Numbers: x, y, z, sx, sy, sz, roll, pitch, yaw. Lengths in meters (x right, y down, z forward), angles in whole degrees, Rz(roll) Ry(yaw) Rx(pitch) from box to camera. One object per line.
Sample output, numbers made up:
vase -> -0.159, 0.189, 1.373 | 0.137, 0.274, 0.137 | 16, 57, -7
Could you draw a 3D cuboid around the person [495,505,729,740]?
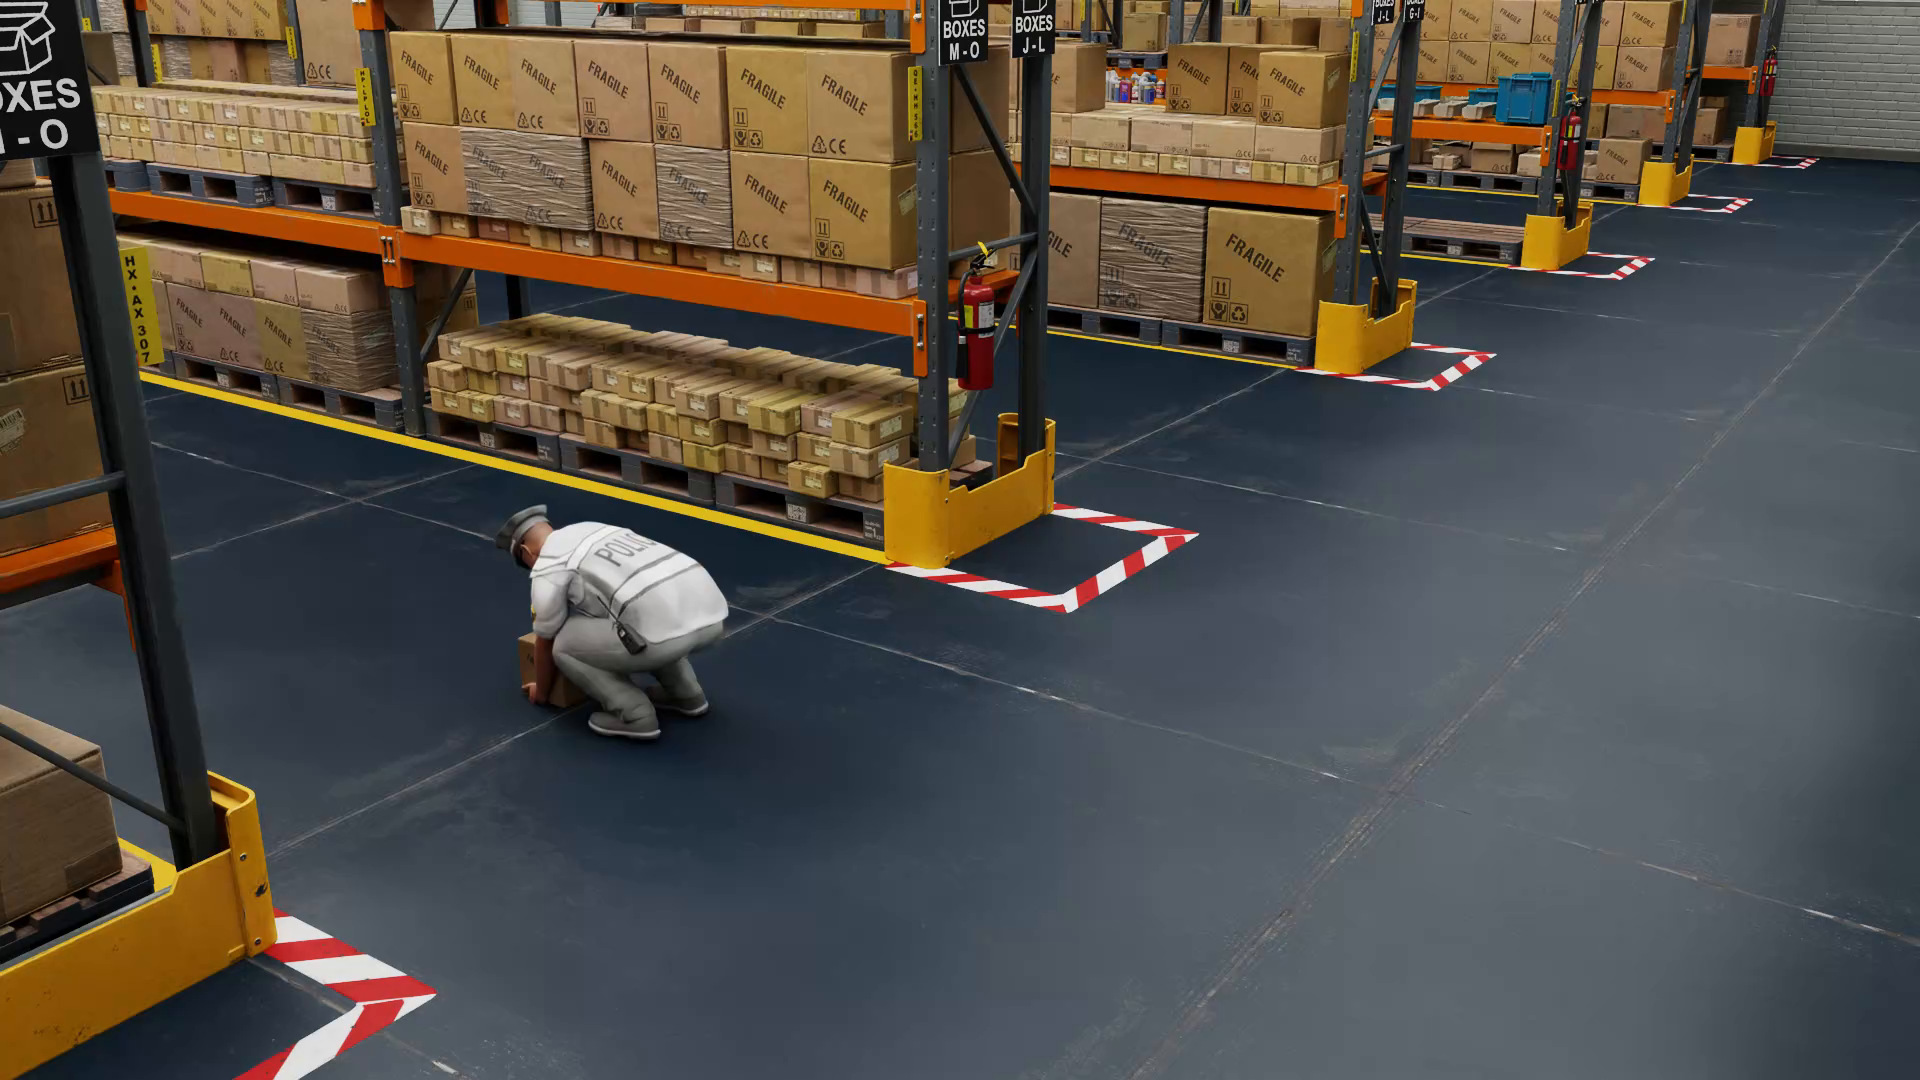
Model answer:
person -> -1.392, 0.332, 6.616 | 1.002, 0.872, 0.537 | 12, 23, 31
